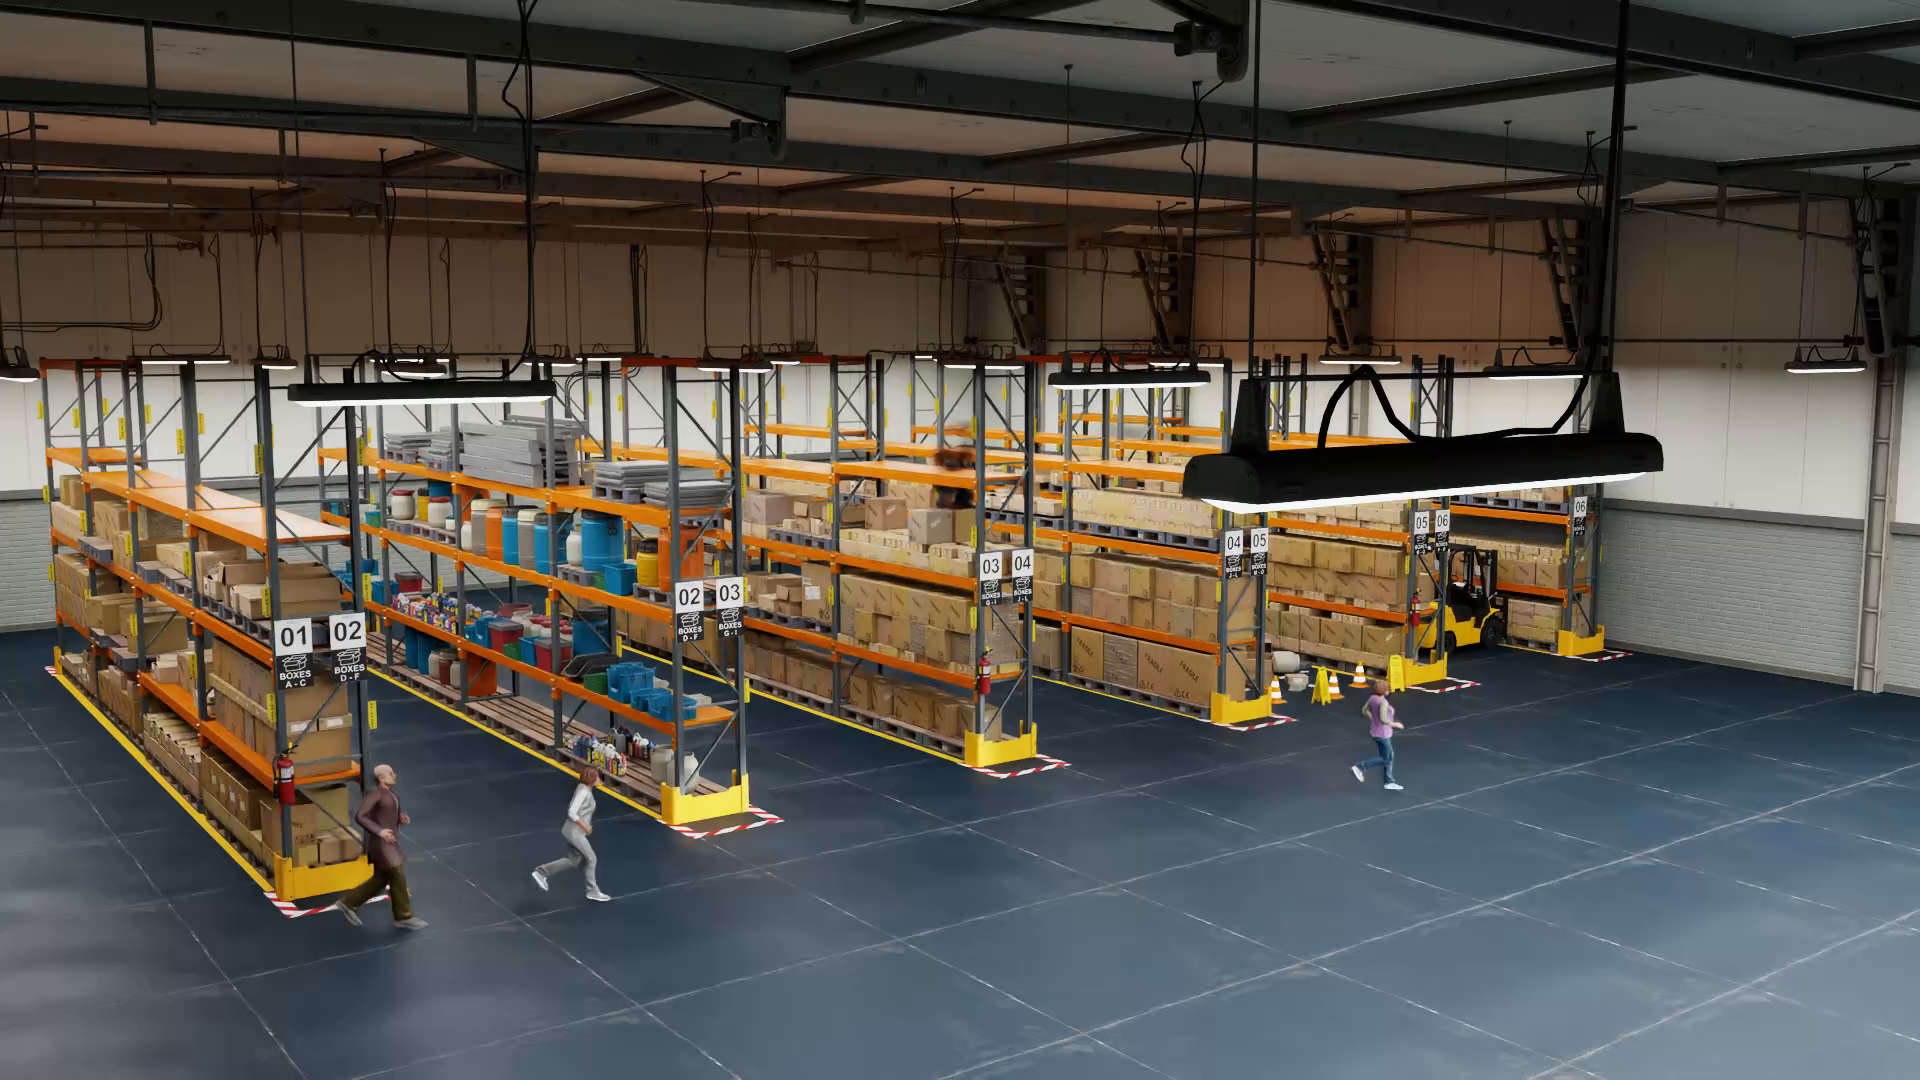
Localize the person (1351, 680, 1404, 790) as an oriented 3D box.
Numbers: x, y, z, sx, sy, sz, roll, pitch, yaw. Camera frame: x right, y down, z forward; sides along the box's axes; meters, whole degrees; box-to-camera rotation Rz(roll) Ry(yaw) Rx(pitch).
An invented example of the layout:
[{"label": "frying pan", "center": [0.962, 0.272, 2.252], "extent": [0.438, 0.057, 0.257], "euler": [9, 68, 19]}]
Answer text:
[{"label": "person", "center": [5.875, 2.754, 23.383], "extent": [0.779, 1.585, 0.537], "euler": [-1, 7, -7]}]

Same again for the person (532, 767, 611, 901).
[{"label": "person", "center": [-4.391, 3.335, 18.694], "extent": [0.861, 1.556, 0.533], "euler": [-1, 7, -7]}]

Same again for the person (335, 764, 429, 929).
[{"label": "person", "center": [-6.270, 3.315, 18.030], "extent": [0.965, 1.779, 0.719], "euler": [-1, 7, -10]}]
